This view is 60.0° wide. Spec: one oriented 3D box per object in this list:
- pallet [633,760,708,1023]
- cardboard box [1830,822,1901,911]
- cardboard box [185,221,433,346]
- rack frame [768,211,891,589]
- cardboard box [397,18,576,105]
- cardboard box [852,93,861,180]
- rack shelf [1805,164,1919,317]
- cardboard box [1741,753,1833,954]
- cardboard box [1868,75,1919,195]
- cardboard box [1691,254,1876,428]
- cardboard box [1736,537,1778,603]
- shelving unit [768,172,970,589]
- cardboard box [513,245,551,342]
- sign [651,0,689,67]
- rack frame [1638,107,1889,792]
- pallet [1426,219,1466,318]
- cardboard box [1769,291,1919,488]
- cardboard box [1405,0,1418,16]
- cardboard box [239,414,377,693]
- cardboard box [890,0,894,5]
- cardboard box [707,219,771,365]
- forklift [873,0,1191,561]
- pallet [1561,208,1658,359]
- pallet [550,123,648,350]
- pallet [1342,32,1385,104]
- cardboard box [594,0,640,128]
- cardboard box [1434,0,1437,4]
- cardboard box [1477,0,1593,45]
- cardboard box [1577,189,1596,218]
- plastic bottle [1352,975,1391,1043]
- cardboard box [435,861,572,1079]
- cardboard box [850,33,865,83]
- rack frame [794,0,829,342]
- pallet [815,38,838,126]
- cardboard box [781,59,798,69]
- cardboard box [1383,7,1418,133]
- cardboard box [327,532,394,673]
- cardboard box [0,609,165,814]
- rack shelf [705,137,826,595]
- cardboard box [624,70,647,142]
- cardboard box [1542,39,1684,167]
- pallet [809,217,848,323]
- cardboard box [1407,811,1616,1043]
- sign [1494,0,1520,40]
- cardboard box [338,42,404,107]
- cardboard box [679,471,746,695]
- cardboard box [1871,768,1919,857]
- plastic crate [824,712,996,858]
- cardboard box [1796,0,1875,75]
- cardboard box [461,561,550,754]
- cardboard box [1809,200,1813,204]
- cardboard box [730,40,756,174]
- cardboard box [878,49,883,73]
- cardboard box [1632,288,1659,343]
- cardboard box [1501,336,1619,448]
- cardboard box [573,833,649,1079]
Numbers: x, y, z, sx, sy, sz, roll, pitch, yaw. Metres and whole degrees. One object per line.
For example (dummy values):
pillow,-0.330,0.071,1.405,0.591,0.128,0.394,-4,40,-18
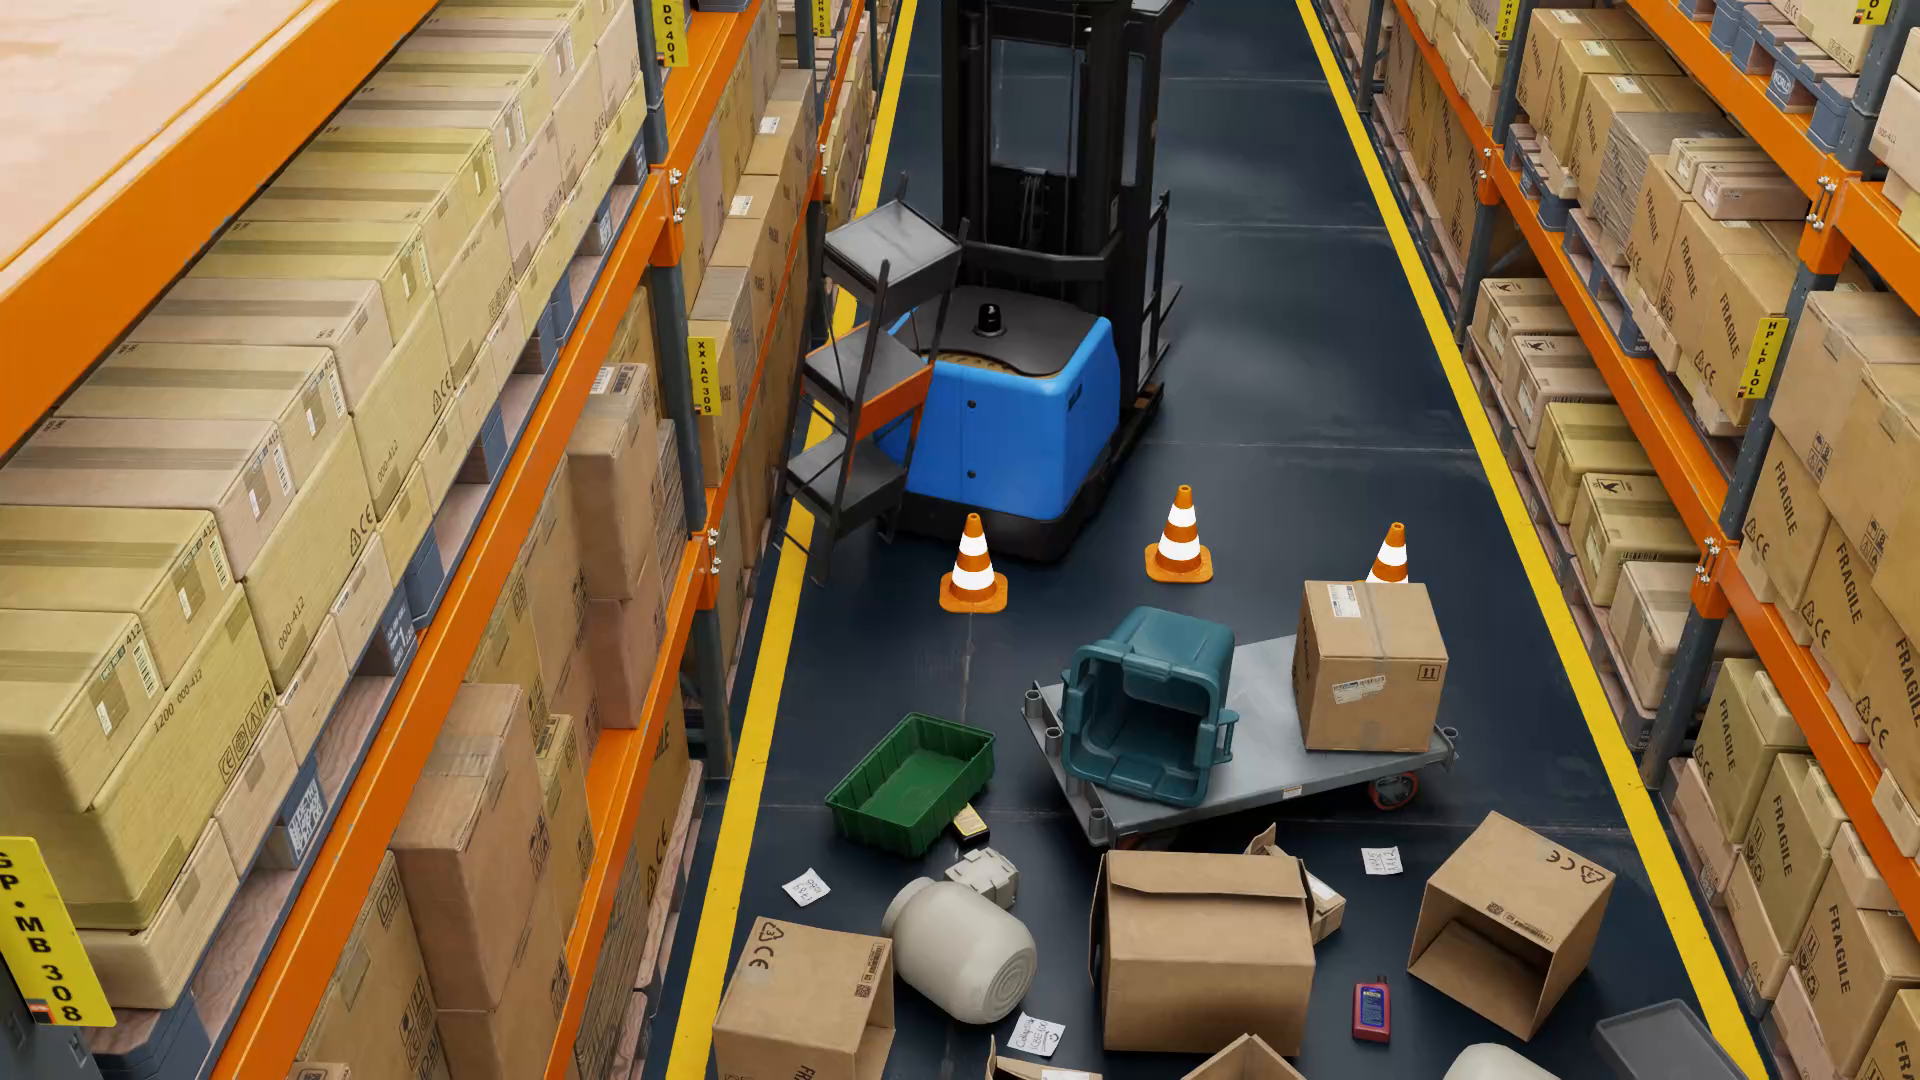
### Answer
pallet,-1.603,1.349,6.592,1.003,0.211,1.213,1,35,2
cardboard box,3.071,1.064,5.383,0.380,0.149,0.250,3,35,5
cardboard box,-1.271,-0.507,3.272,0.380,0.149,0.250,1,35,1
rack frame,-0.630,-0.564,7.633,0.400,2.100,0.015,40,51,20
cardboard box,-1.222,-1.240,4.315,0.380,0.149,0.250,2,35,3
cardboard box,-0.997,-2.952,12.096,0.500,0.500,0.500,1,35,1
rack shelf,3.375,0.046,4.039,1.077,0.370,4.000,1,35,2
cardboard box,3.153,1.117,5.872,0.500,0.500,0.500,3,35,4
cardboard box,3.165,-1.212,5.074,0.500,0.250,0.500,1,35,1
cardboard box,3.245,-0.776,6.480,0.500,0.500,0.500,1,35,1
cardboard box,3.123,0.106,6.155,0.380,0.149,0.250,1,35,2
shelving unit,-0.468,-0.676,7.776,0.431,2.100,0.503,40,51,20
cardboard box,-1.239,-0.615,4.120,0.380,0.149,0.250,1,35,1
sign,-0.940,-1.686,5.359,0.100,0.325,0.005,1,35,2
rack frame,3.456,-0.170,6.329,1.000,3.000,0.127,1,35,2
pallet,3.723,-1.779,11.043,1.003,0.211,1.213,1,35,2
cardboard box,3.221,-0.494,5.575,0.700,0.500,0.500,1,35,1
cardboard box,3.440,-3.867,11.720,0.500,0.250,0.500,1,35,2
cardboard box,-1.360,0.008,2.886,0.500,0.250,0.500,1,35,1
cardboard box,-0.806,-5.073,15.419,0.380,0.149,0.250,2,35,3
cardboard box,-1.162,-1.141,7.623,0.500,0.500,0.500,1,35,2
forklift,0.555,-1.936,8.902,1.130,2.935,3.031,13,37,17
pallet,3.578,-1.252,8.035,1.003,0.211,1.213,1,35,2
pallet,-1.538,-0.948,4.904,1.003,0.211,1.213,1,35,2
pallet,3.886,-4.061,14.290,1.003,0.211,1.213,1,35,2
cardboard box,-1.258,-1.438,4.944,0.500,0.250,0.500,1,35,1
cardboard box,3.420,-3.783,11.166,0.500,0.250,0.500,0,35,0
cardboard box,3.376,-3.222,9.714,0.500,0.500,0.500,0,35,1
cardboard box,3.352,-1.740,8.415,0.380,0.149,0.250,3,35,5
plastic bottle,1.530,1.730,6.181,0.133,0.061,0.283,7,36,10
cardboard box,-1.537,1.161,4.305,0.875,0.550,0.550,1,35,2
cardboard box,-0.984,-3.550,12.295,0.500,0.250,0.500,3,35,4
rack frame,-1.334,-2.525,9.680,1.000,3.000,0.127,1,35,2
pallet,-1.411,-2.858,10.321,1.213,0.211,1.003,1,35,2
cardboard box,-1.114,-2.846,9.990,0.380,0.149,0.250,1,35,1
cardboard box,3.832,-3.711,12.850,0.875,0.875,0.875,2,35,3
cardboard box,-1.291,0.109,3.090,0.380,0.149,0.250,2,35,2
cardboard box,-1.324,0.224,2.233,0.380,0.149,0.250,2,35,2
rack shelf,-1.414,-1.081,8.251,1.077,0.370,4.000,1,35,2
cardboard box,-1.189,-1.347,5.161,0.380,0.149,0.250,1,35,2
cardboard box,3.353,-2.250,8.578,0.500,0.500,0.500,3,35,4
pallet,-1.301,-1.833,11.120,1.003,0.211,1.213,1,35,2
cardboard box,2.053,1.435,6.216,0.500,0.500,0.500,28,44,33
sign,3.062,-2.953,9.282,0.100,0.325,0.005,1,35,2
cardboard box,-1.812,-1.163,4.552,0.500,0.250,0.500,1,35,2
cardboard box,-1.559,0.163,7.446,1.050,0.750,0.750,1,35,2
cardboard box,3.062,0.841,5.109,0.380,0.149,0.250,1,35,2
plastic crate,-0.192,1.030,7.016,0.450,0.188,0.662,11,35,32
cardboard box,3.335,-1.847,5.872,0.500,0.250,0.500,1,35,1
cardboard box,-1.622,0.412,4.432,0.875,0.550,0.500,1,35,2
cardboard box,3.814,-1.339,7.282,0.500,0.500,0.500,1,35,2
cardboard box,-1.399,-2.132,8.164,0.700,0.500,0.500,1,35,1
cardboard box,-0.837,-4.030,13.936,0.380,0.149,0.250,0,35,0
cardboard box,3.210,-0.988,7.346,0.380,0.149,0.250,2,35,2
cardboard box,3.562,-0.817,9.169,0.950,0.372,0.625,1,35,1
cardboard box,-1.622,1.349,5.651,0.875,0.875,0.875,2,35,2
